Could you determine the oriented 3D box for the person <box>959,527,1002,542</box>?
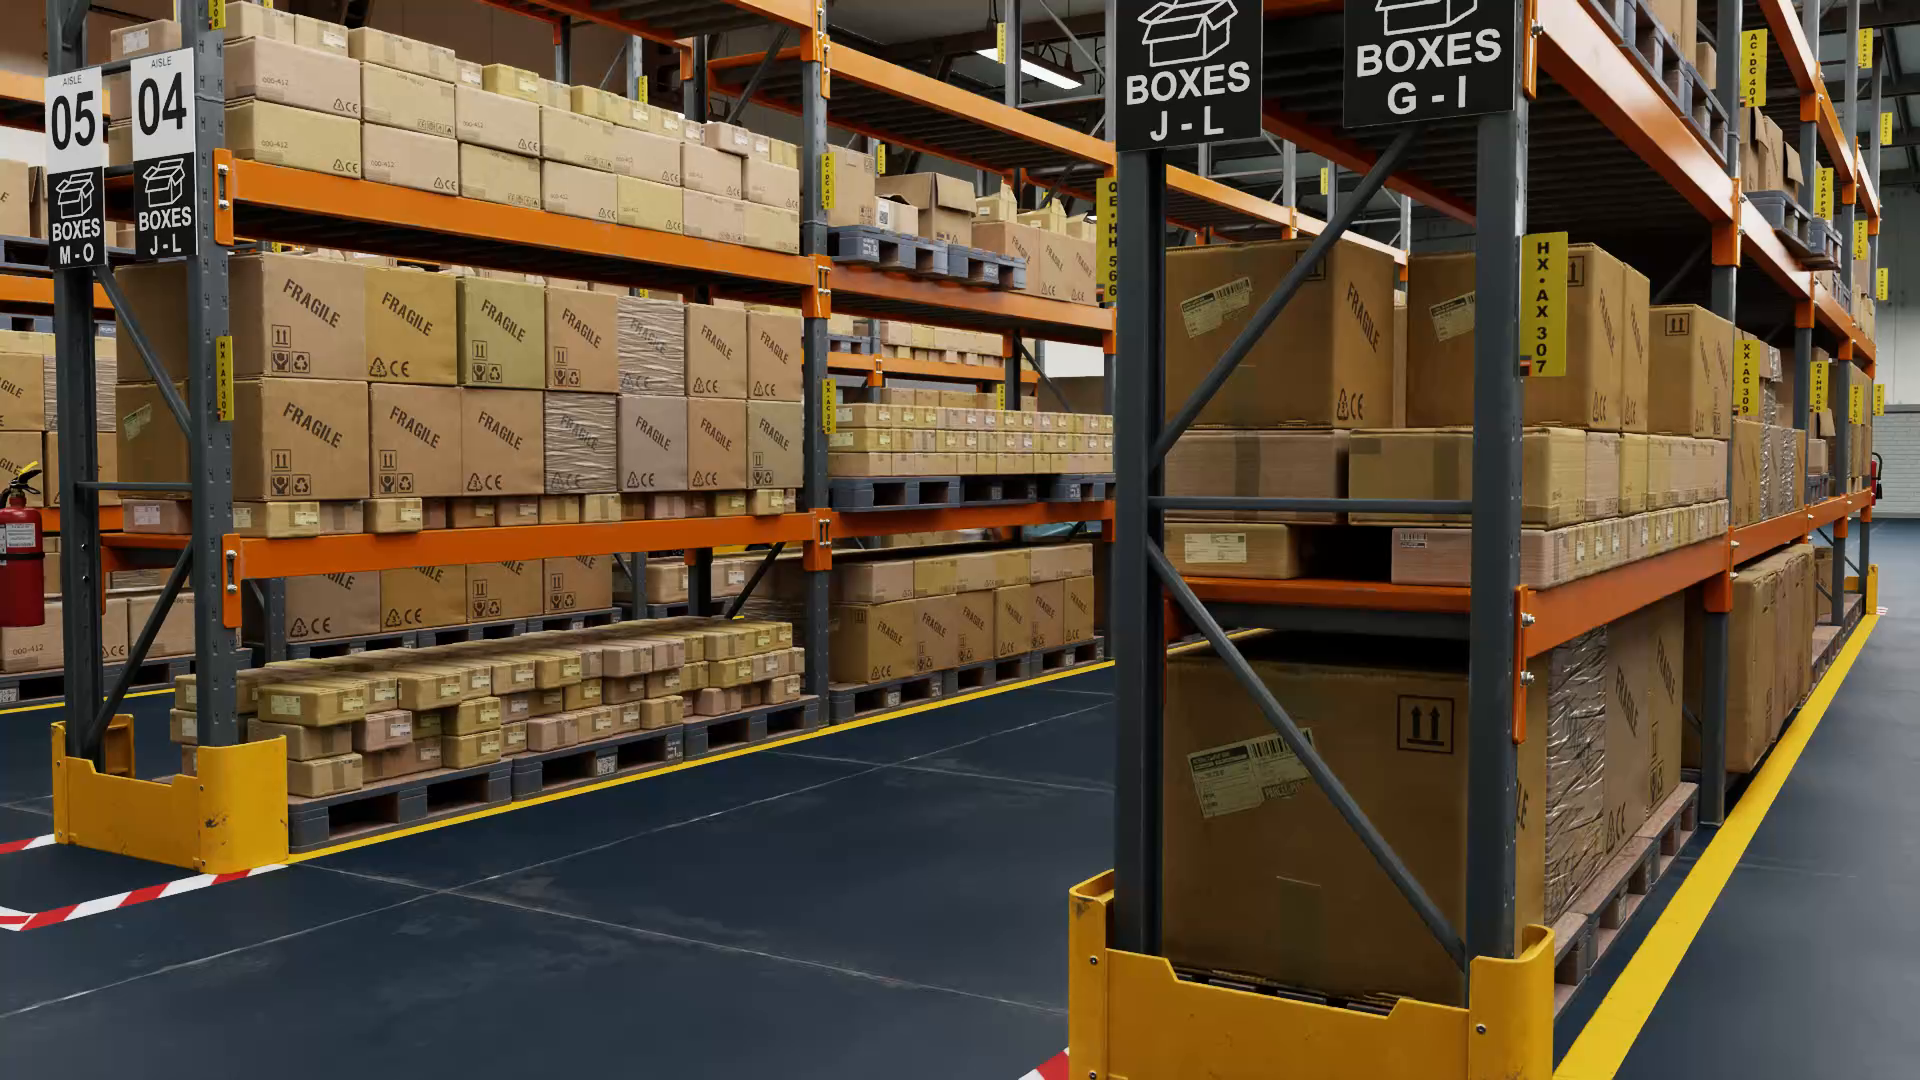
[{"bbox_3d":[0.288,-0.056,16.314,0.563,1.763,0.505,2,3,30],"label":"person"}]
